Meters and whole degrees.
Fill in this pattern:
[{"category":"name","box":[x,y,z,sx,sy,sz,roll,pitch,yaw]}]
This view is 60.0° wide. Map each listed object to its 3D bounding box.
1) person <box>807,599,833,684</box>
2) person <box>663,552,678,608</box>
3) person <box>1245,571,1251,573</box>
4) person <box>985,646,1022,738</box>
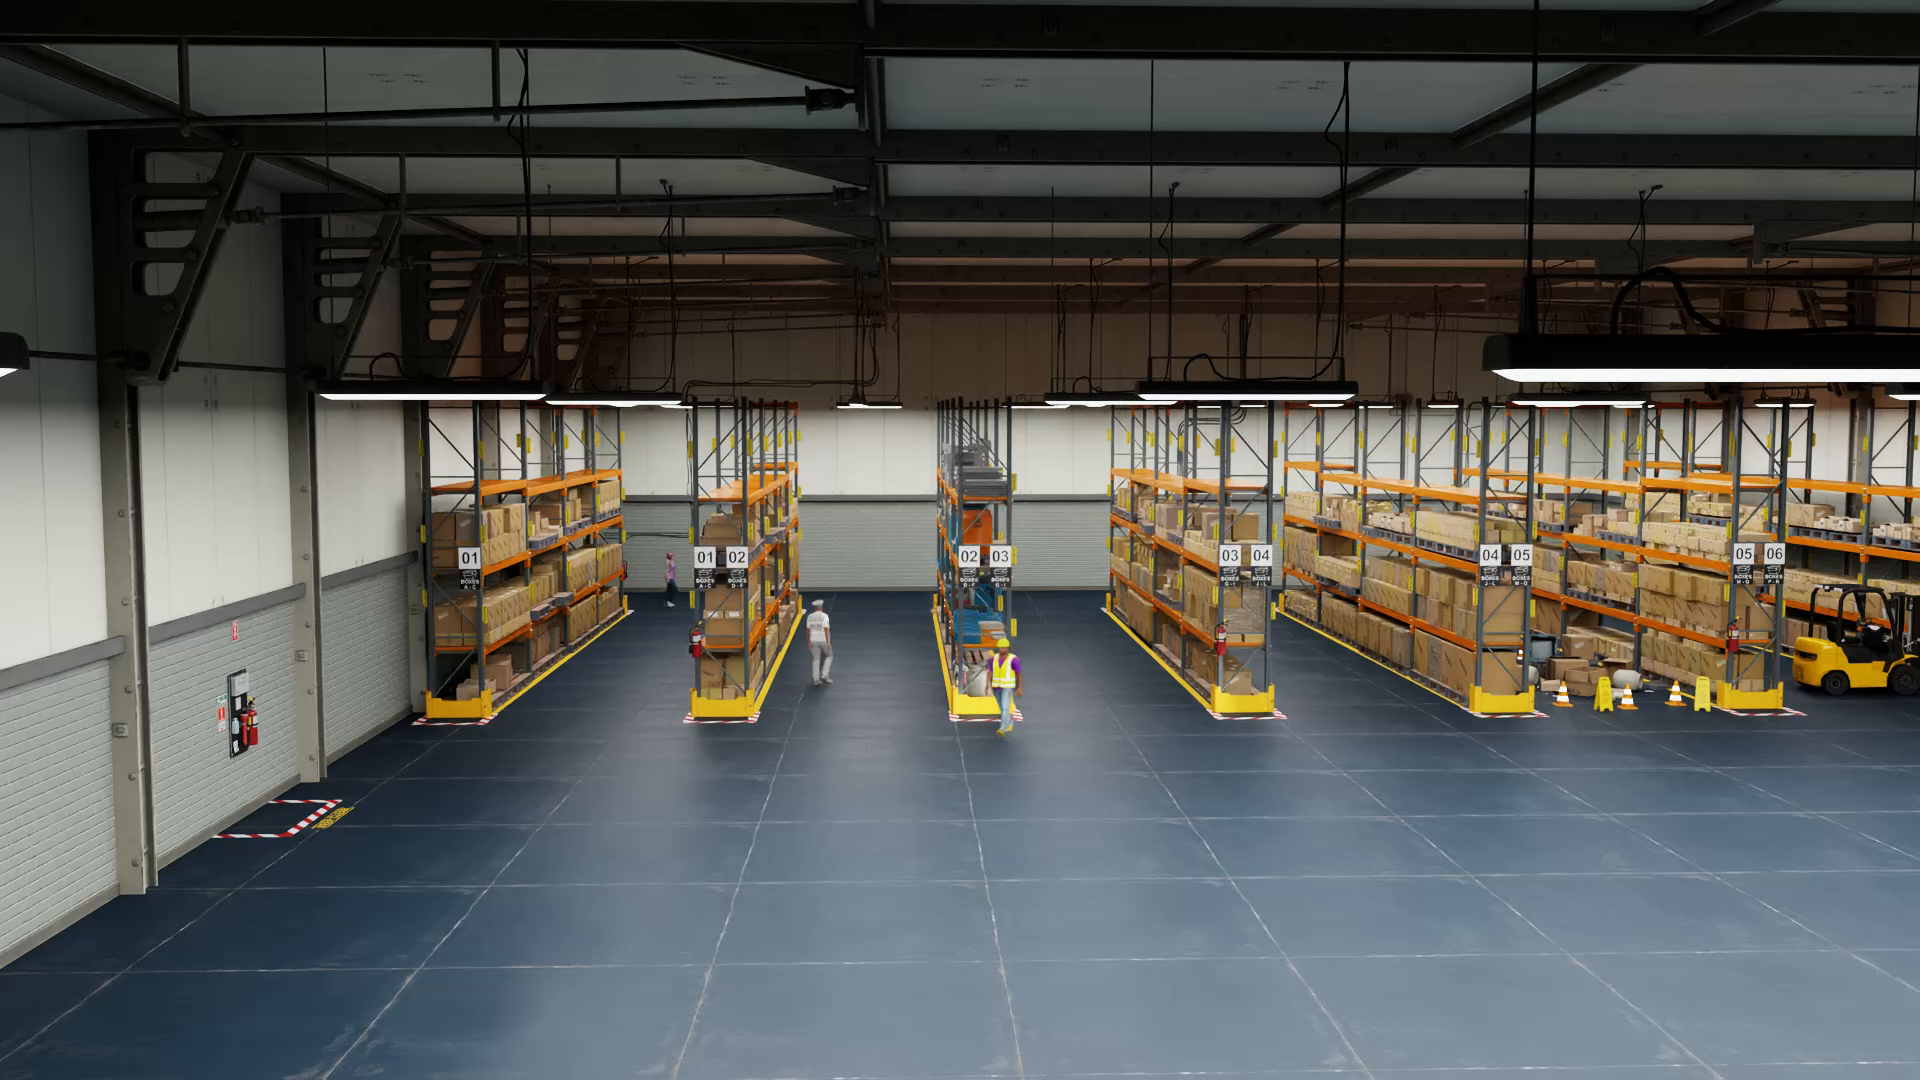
[{"category":"person","box":[-2.961,2.144,34.910,0.564,1.774,0.526,1,5,11]},{"category":"person","box":[-8.491,1.182,48.727,0.446,1.591,0.438,0,4,-3]},{"category":"person","box":[8.621,1.092,49.317,0.498,1.601,1.006,2,5,24]},{"category":"person","box":[0.733,2.608,29.302,0.610,1.662,1.056,3,5,33]}]
